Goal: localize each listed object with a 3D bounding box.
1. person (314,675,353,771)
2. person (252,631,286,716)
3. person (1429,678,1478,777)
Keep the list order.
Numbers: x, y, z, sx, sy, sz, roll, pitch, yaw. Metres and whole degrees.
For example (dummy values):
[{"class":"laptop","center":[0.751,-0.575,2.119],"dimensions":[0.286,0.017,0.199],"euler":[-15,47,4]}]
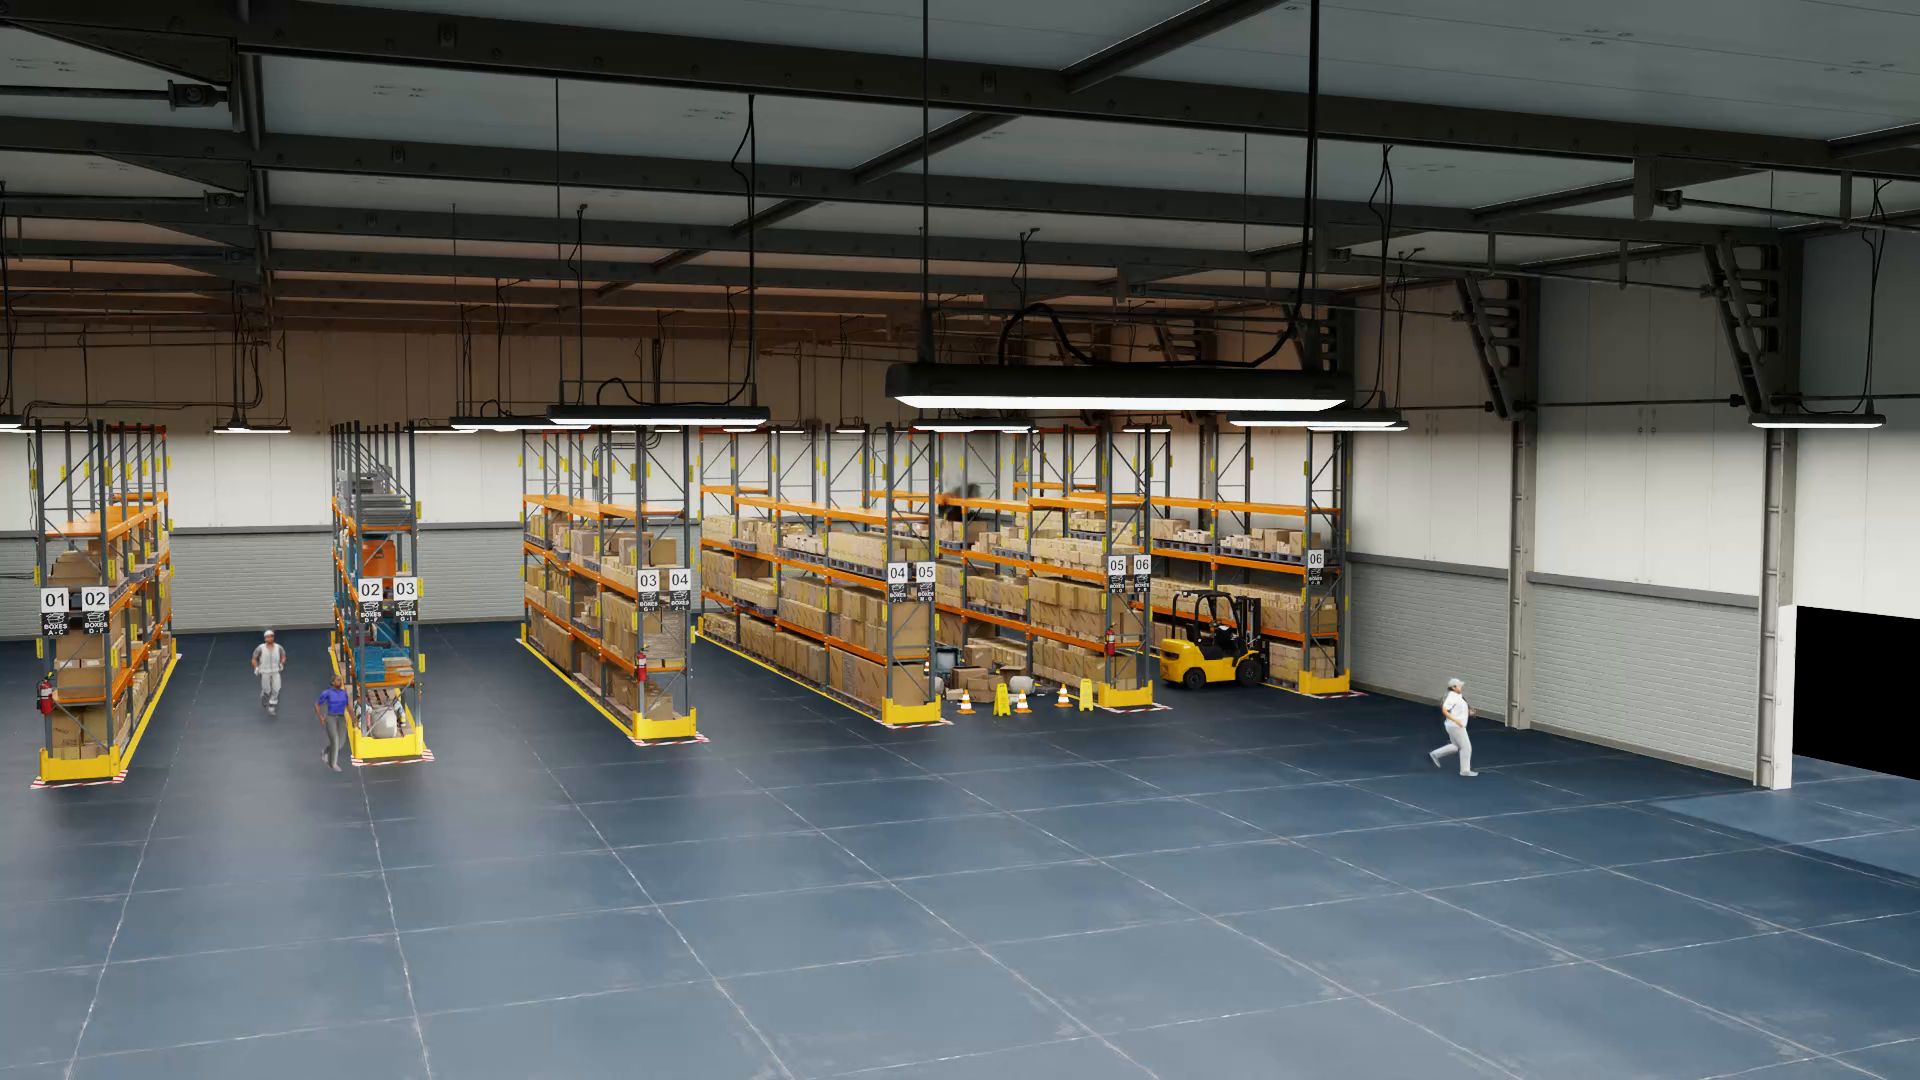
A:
[{"class":"person","center":[-10.772,3.141,28.671],"dimensions":[0.610,1.623,0.633],"euler":[3,5,39]},{"class":"person","center":[-14.162,2.726,34.141],"dimensions":[0.657,1.743,0.605],"euler":[-2,4,-34]},{"class":"person","center":[8.341,3.153,28.075],"dimensions":[0.823,1.624,0.620],"euler":[1,4,22]}]
